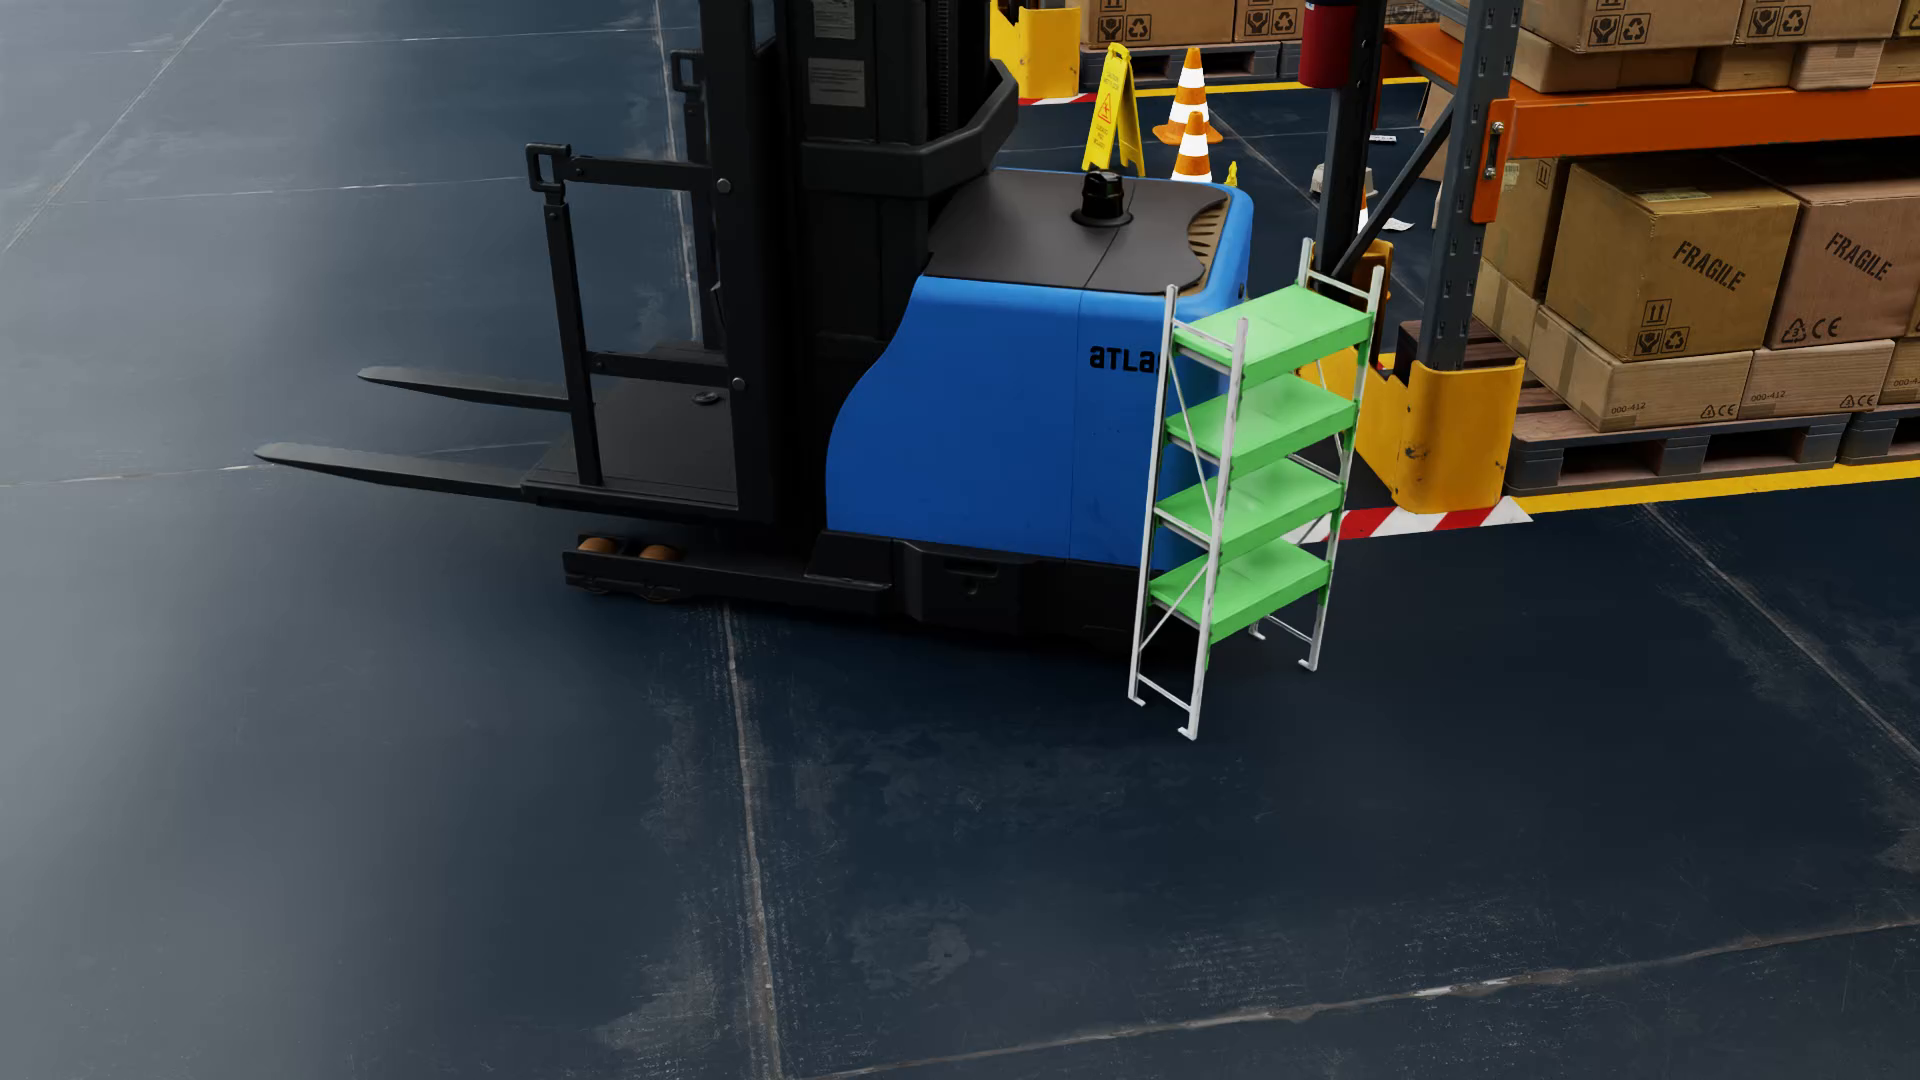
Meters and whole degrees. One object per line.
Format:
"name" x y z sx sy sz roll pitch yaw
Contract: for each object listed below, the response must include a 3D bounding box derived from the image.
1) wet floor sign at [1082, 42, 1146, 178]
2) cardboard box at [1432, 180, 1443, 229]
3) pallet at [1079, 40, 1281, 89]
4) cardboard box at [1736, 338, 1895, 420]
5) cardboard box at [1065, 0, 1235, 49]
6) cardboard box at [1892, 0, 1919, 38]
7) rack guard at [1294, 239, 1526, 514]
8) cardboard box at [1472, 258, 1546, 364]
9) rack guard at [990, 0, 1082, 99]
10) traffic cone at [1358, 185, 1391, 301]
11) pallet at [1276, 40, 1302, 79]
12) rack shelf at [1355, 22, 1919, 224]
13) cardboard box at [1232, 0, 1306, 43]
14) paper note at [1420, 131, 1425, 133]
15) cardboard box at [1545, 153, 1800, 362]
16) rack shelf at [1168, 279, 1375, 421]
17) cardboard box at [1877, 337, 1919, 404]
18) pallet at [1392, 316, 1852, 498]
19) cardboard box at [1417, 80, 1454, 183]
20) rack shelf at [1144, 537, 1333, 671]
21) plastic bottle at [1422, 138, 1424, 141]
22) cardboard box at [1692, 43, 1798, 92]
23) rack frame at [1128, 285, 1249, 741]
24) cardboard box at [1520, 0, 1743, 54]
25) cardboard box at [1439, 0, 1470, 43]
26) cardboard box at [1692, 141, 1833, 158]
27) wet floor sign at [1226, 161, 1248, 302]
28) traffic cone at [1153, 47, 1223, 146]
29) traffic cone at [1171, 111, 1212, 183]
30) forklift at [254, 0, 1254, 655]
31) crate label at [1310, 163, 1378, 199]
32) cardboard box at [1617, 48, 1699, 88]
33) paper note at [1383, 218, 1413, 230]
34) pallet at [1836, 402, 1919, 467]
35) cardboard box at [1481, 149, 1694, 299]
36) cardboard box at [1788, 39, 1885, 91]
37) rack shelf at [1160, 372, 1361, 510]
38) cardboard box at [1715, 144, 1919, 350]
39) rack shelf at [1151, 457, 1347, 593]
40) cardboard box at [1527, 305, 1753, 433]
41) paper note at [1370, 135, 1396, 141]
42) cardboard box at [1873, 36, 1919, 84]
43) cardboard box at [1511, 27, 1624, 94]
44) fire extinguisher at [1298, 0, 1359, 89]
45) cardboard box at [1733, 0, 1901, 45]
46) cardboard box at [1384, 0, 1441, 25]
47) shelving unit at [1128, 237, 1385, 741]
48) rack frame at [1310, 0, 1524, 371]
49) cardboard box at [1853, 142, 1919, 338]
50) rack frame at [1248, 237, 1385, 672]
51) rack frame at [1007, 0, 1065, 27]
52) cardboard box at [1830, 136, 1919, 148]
"wet floor sign" 0.775 -2.125 8.228 0.232 0.644 0.267 -11 32 -17
"cardboard box" 2.362 -1.569 7.772 0.250 0.149 0.380 10 32 17
"pallet" 1.219 -3.040 10.212 1.213 0.211 1.003 -5 31 -9
"cardboard box" 2.784 -0.646 5.687 0.500 0.250 0.500 -4 31 -7
"cardboard box" 1.102 -3.490 9.908 0.875 0.875 0.875 -5 31 -9
"cardboard box" 2.963 -1.844 5.034 0.500 0.500 0.500 -6 31 -10
"rack guard" 1.512 -0.601 5.778 0.348 0.500 1.175 -5 31 -9
"cardboard box" 2.208 -0.877 6.081 0.500 0.250 0.500 -5 31 -9
"rack guard" 0.423 -3.050 9.944 0.348 0.500 1.175 -5 31 -9
"traffic cone" 1.628 -1.260 6.937 0.334 0.463 0.336 -5 31 -9
"pallet" 2.416 -3.150 10.398 1.213 0.211 1.003 -5 31 -9
"rack shelf" 3.405 -1.544 5.626 4.000 0.370 1.077 -5 31 -9
"cardboard box" 1.967 -3.571 10.046 0.875 0.875 0.875 -6 31 -10
"paper note" 2.549 -2.202 8.984 0.123 0.001 0.032 10 32 17
"cardboard box" 2.304 -0.929 5.428 0.500 0.500 0.500 -6 31 -11
"rack shelf" 0.747 -0.468 4.032 0.480 0.148 0.258 -23 40 -34
"cardboard box" 3.319 -0.702 5.783 0.500 0.250 0.500 -3 31 -6
"pallet" 2.318 -0.533 5.948 1.213 0.211 1.003 -5 31 -9
"cardboard box" 2.709 -2.018 8.185 0.797 0.503 0.637 23 37 33
"rack shelf" 0.731 0.143 4.413 0.480 0.148 0.258 -23 40 -34
"plastic bottle" 2.586 -2.103 8.766 0.283 0.061 0.133 -17 34 -26
"cardboard box" 2.330 -1.505 5.098 0.250 0.149 0.380 -6 31 -11
"rack frame" 0.551 -0.035 4.117 0.015 1.200 0.240 -23 40 -34
"cardboard box" 1.953 -1.748 4.871 0.500 0.500 0.500 -6 31 -10
"cardboard box" 1.767 -1.704 5.436 0.250 0.149 0.380 -4 31 -7
"cardboard box" 2.691 -1.243 5.963 0.500 0.500 0.500 -4 31 -7
"wet floor sign" 1.058 -1.173 6.608 0.232 0.644 0.267 5 31 8
"traffic cone" 1.225 -2.377 8.836 0.334 0.463 0.336 -5 31 -9
"traffic cone" 1.094 -1.783 7.825 0.334 0.463 0.336 -5 31 -9
"forklift" -0.695 -1.330 4.620 3.031 2.935 1.130 7 31 12
"crate label" 1.856 -1.745 8.082 0.298 0.136 0.250 -23 38 -34
"cardboard box" 2.055 -1.521 5.125 0.250 0.149 0.380 -5 31 -8
"paper note" 2.009 -1.470 7.720 0.142 0.019 0.148 -17 34 -26
"pallet" 3.515 -0.642 6.134 1.213 0.211 1.003 -5 31 -9
"cardboard box" 2.178 -1.193 5.879 0.500 0.500 0.500 -5 31 -9
"cardboard box" 2.588 -1.505 5.098 0.250 0.149 0.380 -5 31 -8
"rack shelf" 0.742 -0.264 4.159 0.480 0.148 0.258 -23 40 -34
"cardboard box" 2.817 -0.978 5.513 0.500 0.500 0.500 -6 31 -11
"rack shelf" 0.736 -0.061 4.286 0.480 0.148 0.258 -23 40 -34
"cardboard box" 2.281 -0.603 5.614 0.500 0.250 0.500 -6 31 -9
"paper note" 2.254 -2.142 8.865 0.142 0.017 0.144 5 31 8
"cardboard box" 2.836 -1.545 5.167 0.250 0.149 0.380 -5 31 -8
"cardboard box" 1.809 -1.491 5.074 0.250 0.149 0.380 -5 31 -9
"fire extinguisher" 1.242 -1.857 5.526 0.183 0.674 0.296 -5 31 -9
"cardboard box" 2.462 -1.796 4.954 0.500 0.500 0.500 -4 31 -7
"cardboard box" 2.864 -3.654 10.186 0.875 0.875 0.875 -5 31 -9
"shelving unit" 0.738 -0.115 4.252 0.503 1.200 0.258 -23 40 -34
"rack frame" 1.437 -1.671 5.133 0.127 3.000 1.000 -5 31 -9
"cardboard box" 3.312 -1.020 5.584 0.500 0.500 0.500 -5 31 -8
"rack frame" 0.924 -0.195 4.388 0.015 1.200 0.240 -23 40 -34
"rack frame" 0.446 -4.130 9.315 0.127 3.000 1.000 -5 31 -9
"cardboard box" 3.189 -1.285 6.035 0.500 0.500 0.500 -6 31 -10
